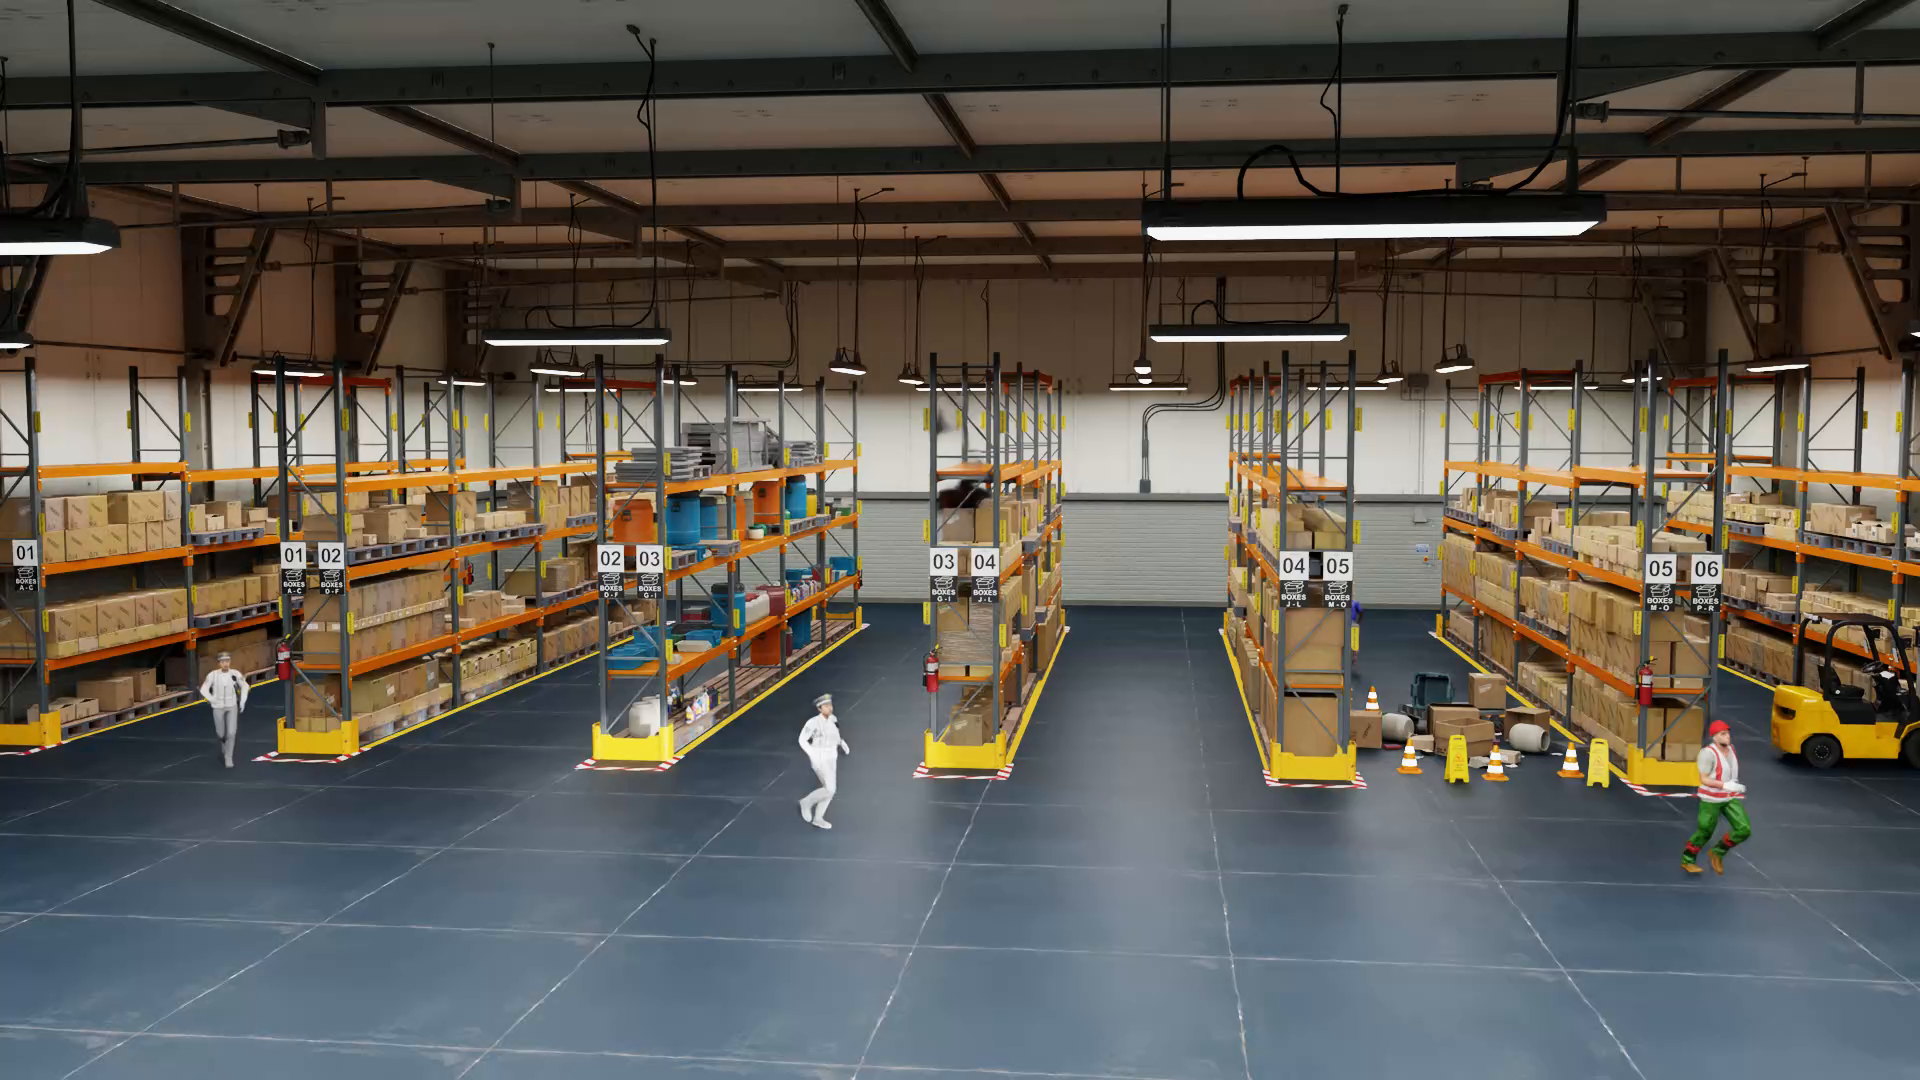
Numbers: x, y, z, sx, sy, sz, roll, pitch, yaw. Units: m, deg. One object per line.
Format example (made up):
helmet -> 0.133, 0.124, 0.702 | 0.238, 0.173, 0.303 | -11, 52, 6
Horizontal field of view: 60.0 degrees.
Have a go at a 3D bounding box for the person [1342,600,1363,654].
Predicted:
person -> 7.880, 1.783, 33.607 | 0.574, 1.534, 0.766 | 0, 4, 2

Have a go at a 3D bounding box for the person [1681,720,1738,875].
person -> 8.283, 2.818, 18.217 | 0.685, 1.734, 0.683 | -2, 4, -21

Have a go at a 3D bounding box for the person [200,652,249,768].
person -> -10.764, 2.464, 24.372 | 0.658, 1.689, 0.712 | -2, 4, -24

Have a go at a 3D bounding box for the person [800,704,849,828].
person -> -1.662, 2.749, 20.559 | 0.566, 1.620, 0.436 | 3, 5, 38
